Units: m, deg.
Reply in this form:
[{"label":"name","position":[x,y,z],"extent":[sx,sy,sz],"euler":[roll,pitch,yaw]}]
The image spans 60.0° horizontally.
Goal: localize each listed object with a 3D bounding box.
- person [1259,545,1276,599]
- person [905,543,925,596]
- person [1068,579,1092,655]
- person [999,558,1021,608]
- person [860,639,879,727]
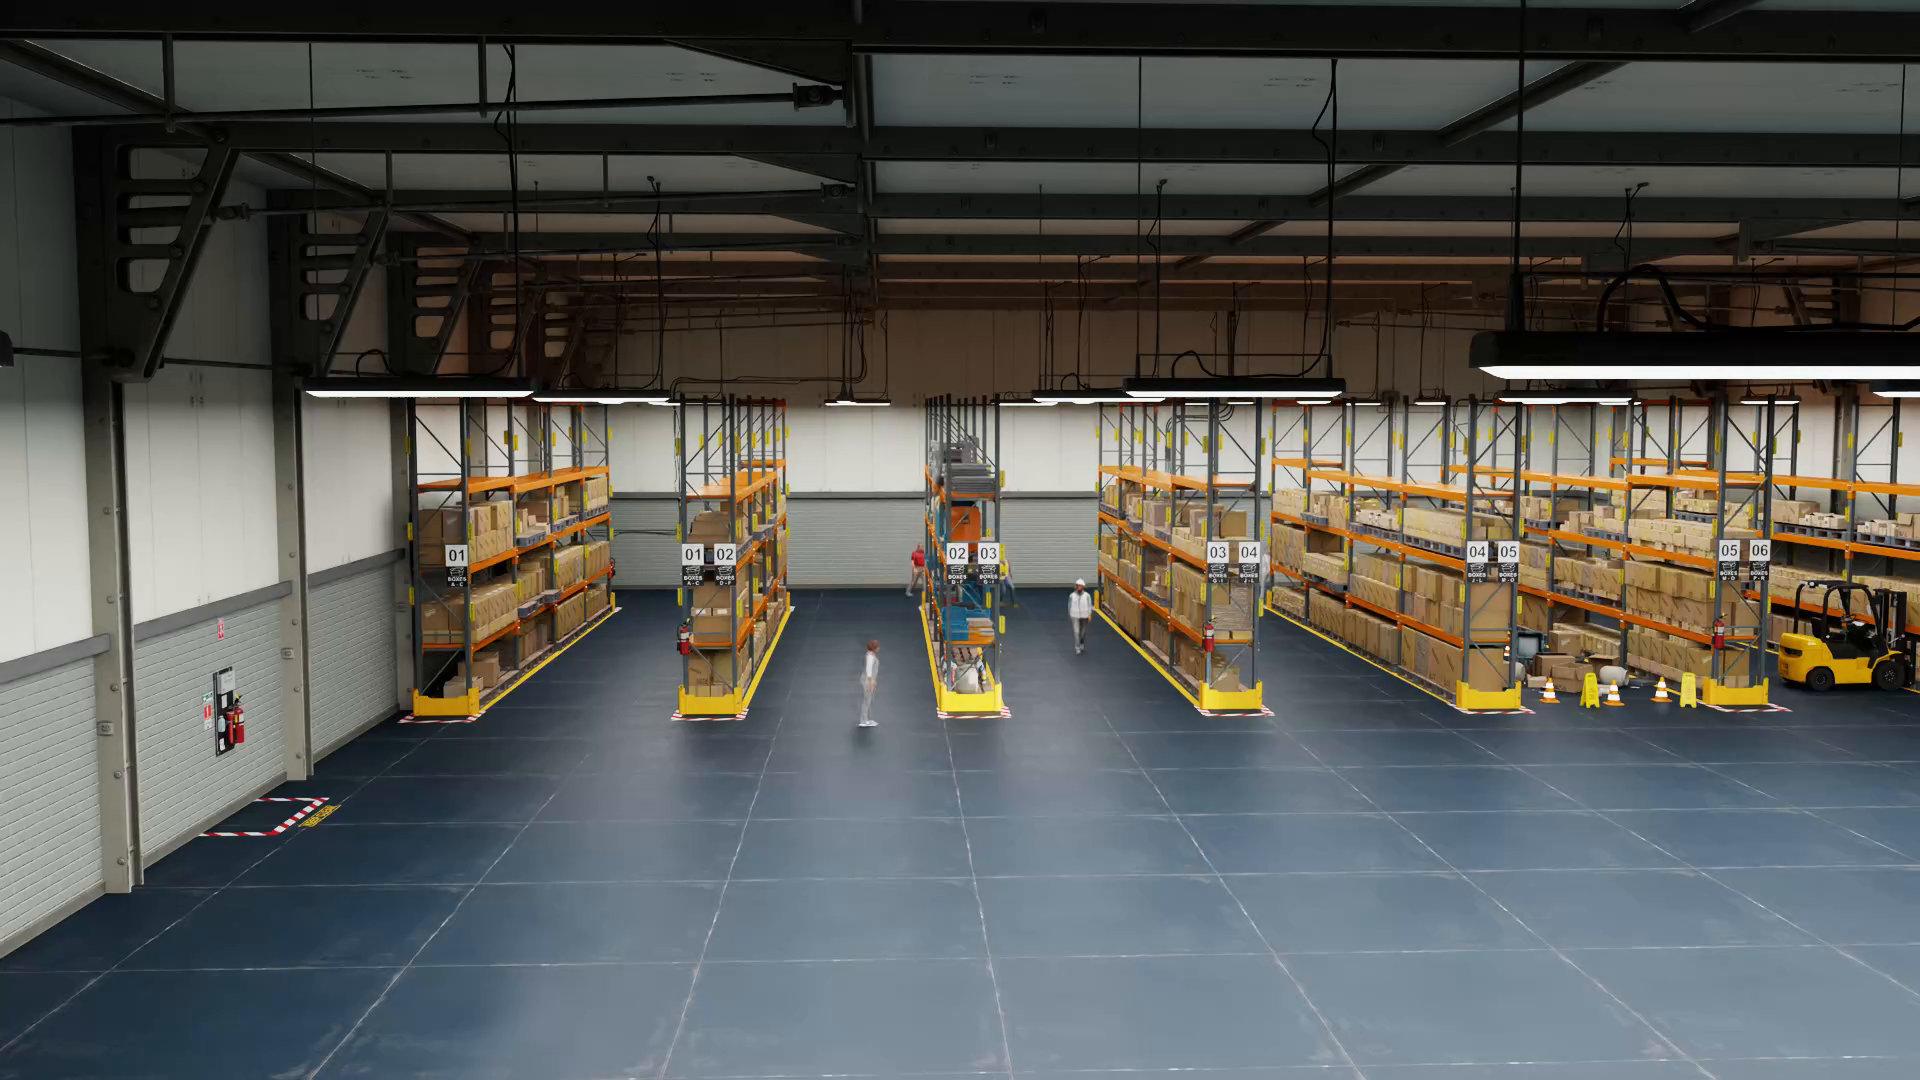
[{"label":"person","position":[9.198,0.975,49.641],"extent":[0.528,1.634,0.972],"euler":[3,5,34]},{"label":"person","position":[-1.184,0.924,50.193],"extent":[0.682,1.682,1.044],"euler":[-4,6,-43]},{"label":"person","position":[2.818,1.791,38.891],"extent":[0.534,1.729,1.018],"euler":[0,5,-5]},{"label":"person","position":[1.262,1.123,47.759],"extent":[0.742,1.736,0.738],"euler":[4,6,41]},{"label":"person","position":[-1.631,2.571,29.917],"extent":[0.368,1.596,0.446],"euler":[0,5,2]}]
